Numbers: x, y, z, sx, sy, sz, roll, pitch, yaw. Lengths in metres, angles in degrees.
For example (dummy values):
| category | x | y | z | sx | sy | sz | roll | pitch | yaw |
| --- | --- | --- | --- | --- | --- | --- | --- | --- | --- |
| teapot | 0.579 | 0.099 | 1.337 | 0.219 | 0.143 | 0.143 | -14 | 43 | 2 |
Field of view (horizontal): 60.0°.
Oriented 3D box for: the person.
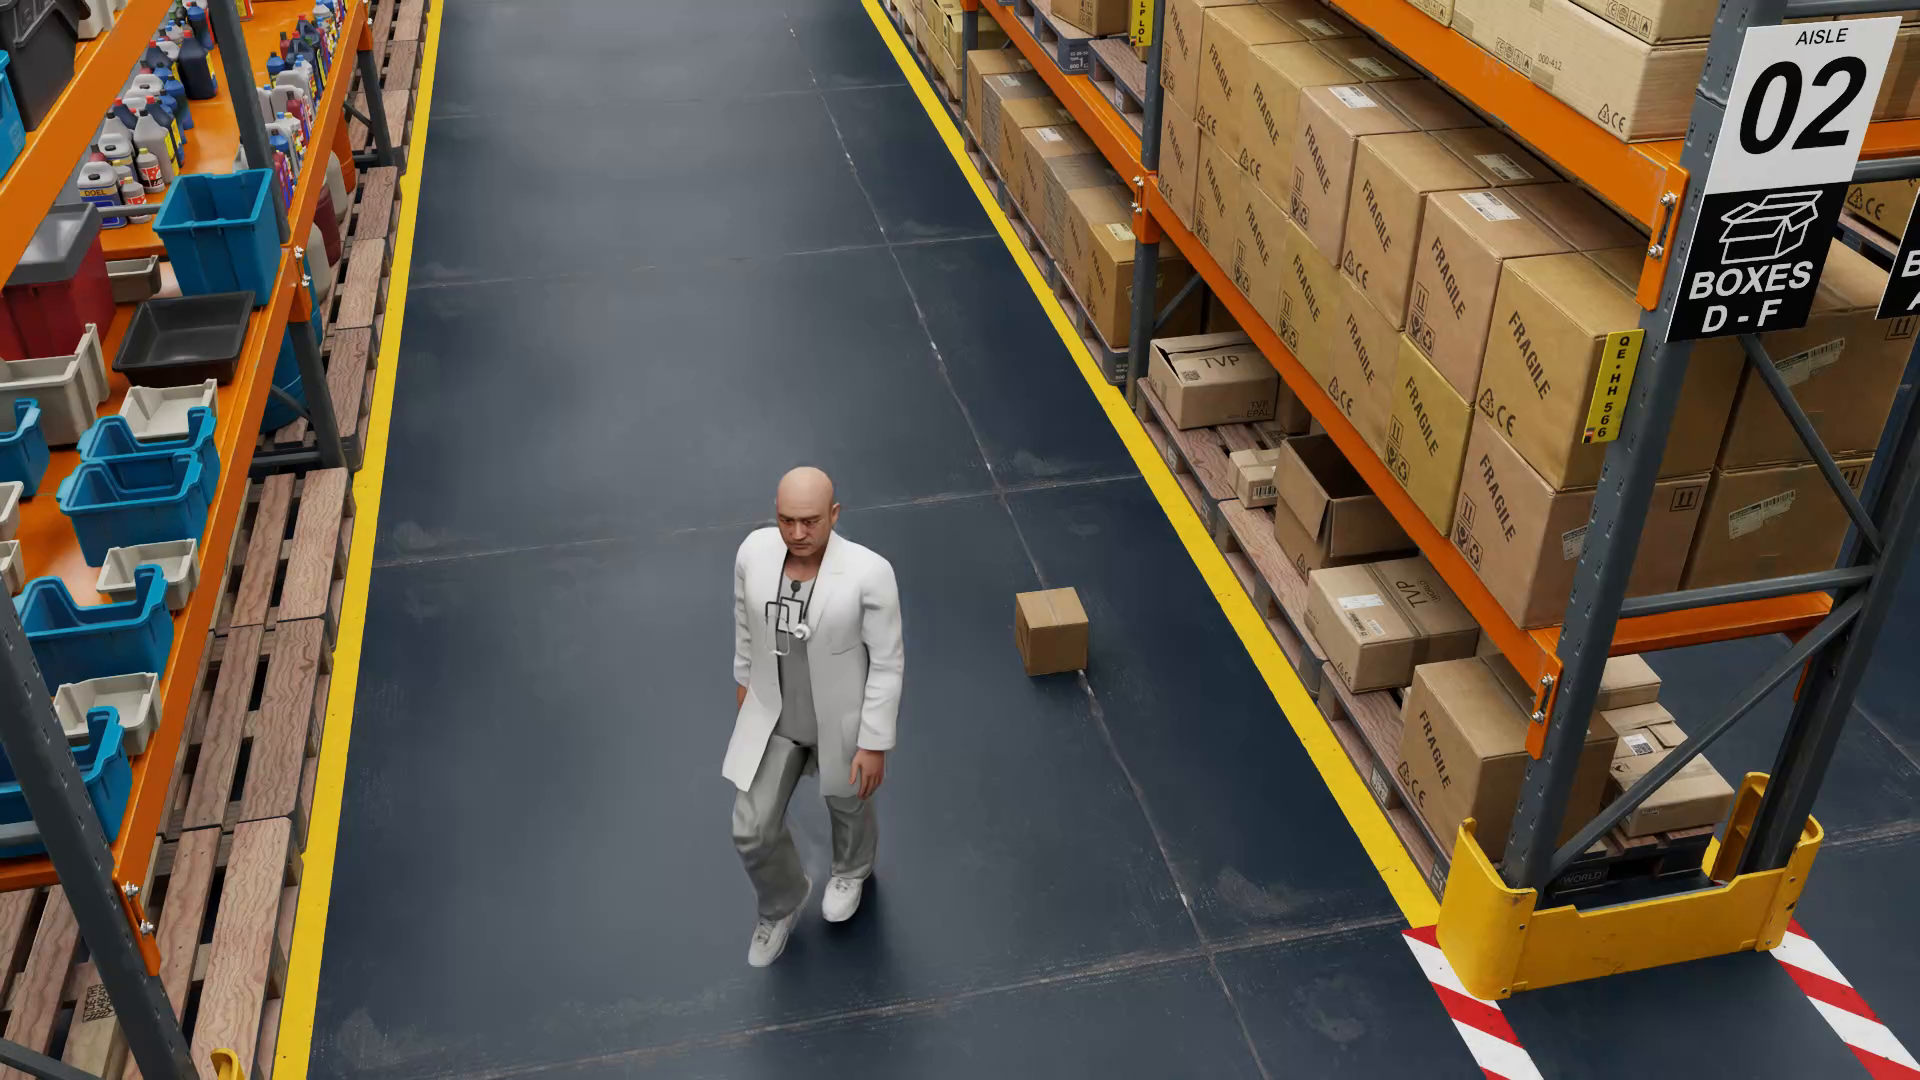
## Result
| category | x | y | z | sx | sy | sz | roll | pitch | yaw |
| --- | --- | --- | --- | --- | --- | --- | --- | --- | --- |
| person | -0.466 | 0.581 | 5.307 | 0.623 | 1.845 | 0.580 | 8 | 35 | 12 |
